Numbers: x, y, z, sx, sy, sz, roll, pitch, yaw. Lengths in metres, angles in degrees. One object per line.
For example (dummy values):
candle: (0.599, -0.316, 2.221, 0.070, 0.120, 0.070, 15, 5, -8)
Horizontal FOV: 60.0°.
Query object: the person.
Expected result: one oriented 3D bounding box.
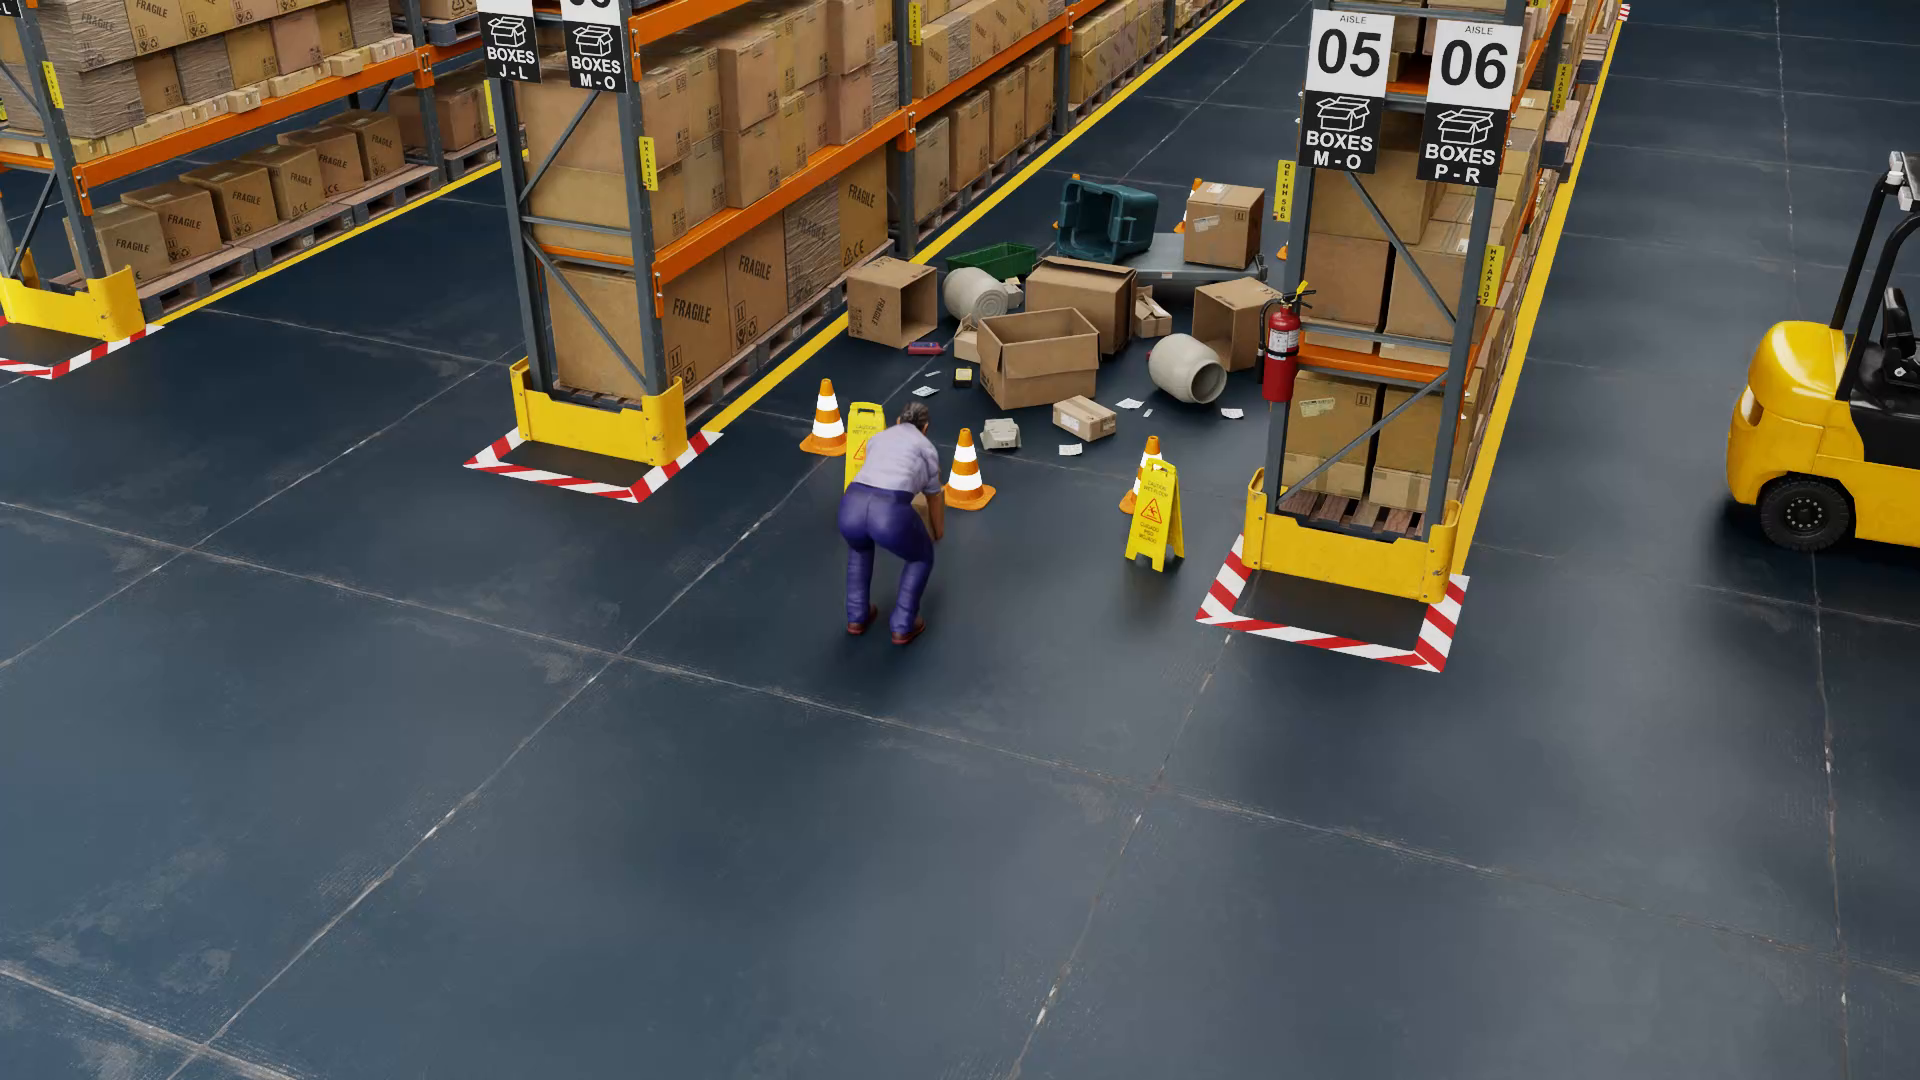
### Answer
person: (-0.351, -0.087, 9.068, 0.493, 1.146, 0.874, 10, 31, 17)
